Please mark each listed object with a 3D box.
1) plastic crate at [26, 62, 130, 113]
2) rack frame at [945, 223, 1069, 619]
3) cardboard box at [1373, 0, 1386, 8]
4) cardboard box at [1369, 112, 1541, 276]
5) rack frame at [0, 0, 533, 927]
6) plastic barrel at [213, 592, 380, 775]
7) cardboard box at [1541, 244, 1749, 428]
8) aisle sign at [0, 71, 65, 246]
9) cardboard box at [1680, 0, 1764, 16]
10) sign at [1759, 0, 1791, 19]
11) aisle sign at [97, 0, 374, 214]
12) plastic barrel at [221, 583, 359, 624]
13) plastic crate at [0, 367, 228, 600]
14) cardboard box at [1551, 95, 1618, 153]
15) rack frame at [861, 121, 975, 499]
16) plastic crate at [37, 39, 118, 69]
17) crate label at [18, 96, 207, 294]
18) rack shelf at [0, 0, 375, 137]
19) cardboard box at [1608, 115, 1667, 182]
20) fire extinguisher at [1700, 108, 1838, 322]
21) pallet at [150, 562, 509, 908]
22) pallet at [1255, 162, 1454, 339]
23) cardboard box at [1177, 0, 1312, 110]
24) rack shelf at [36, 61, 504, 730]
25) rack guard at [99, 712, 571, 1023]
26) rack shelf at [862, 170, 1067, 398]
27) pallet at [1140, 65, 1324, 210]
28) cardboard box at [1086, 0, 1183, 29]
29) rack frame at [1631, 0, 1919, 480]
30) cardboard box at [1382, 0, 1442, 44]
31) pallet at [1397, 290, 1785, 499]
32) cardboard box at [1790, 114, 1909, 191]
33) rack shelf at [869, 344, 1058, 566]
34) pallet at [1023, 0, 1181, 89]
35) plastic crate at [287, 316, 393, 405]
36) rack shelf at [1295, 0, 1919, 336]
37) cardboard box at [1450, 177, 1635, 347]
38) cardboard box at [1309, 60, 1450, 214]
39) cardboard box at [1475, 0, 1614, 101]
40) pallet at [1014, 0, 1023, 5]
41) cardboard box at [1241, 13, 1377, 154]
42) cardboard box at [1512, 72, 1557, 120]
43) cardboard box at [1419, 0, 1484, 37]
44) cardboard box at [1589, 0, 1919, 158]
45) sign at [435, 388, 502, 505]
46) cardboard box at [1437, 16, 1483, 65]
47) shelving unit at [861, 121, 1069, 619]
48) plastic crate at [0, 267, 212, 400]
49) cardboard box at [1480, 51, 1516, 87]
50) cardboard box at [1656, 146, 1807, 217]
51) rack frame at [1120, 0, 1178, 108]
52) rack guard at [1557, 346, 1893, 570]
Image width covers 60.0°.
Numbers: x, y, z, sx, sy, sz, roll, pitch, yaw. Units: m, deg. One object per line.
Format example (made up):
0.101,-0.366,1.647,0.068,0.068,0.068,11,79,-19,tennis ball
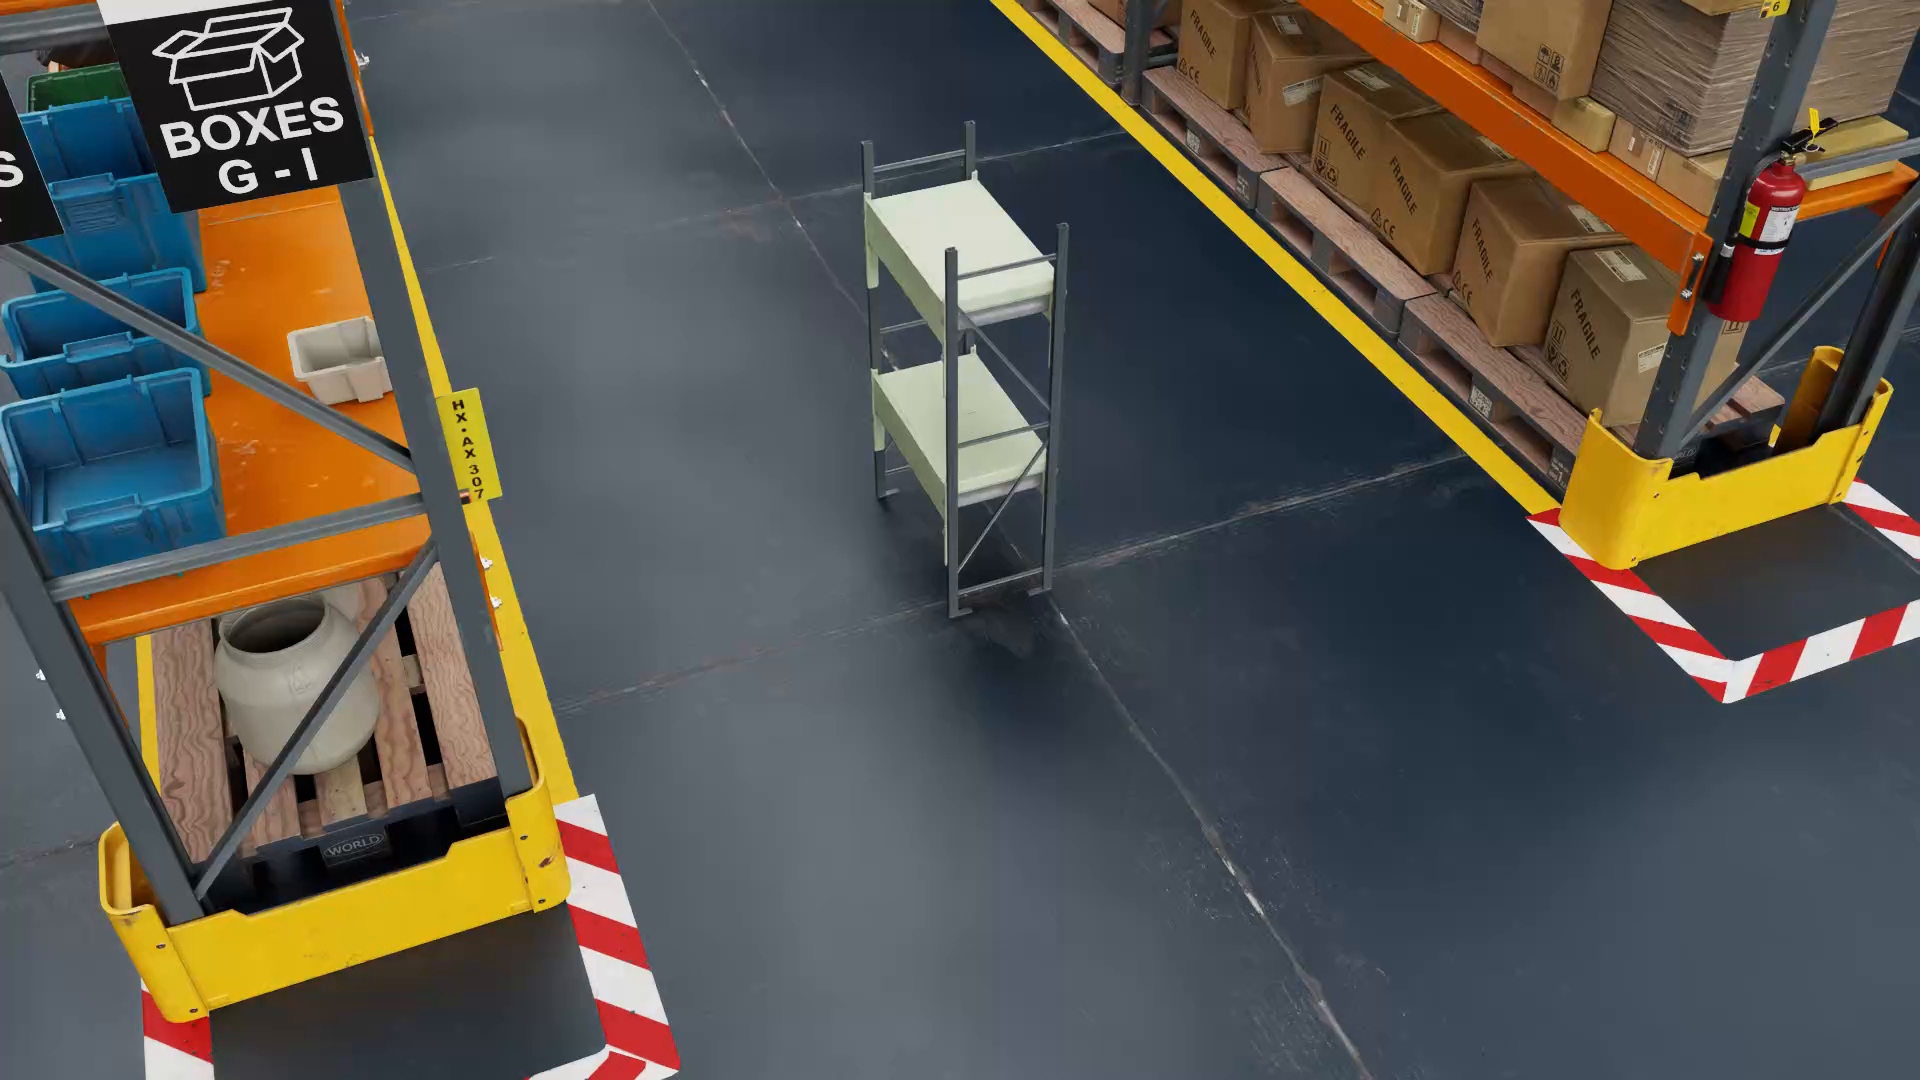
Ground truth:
-2.960,-1.423,5.767,0.450,0.188,0.662,-15,43,-17,plastic crate
0.143,-0.344,5.500,0.400,1.500,0.023,-15,43,-17,rack frame
1.886,-2.288,6.802,0.380,0.149,0.250,-15,43,-17,cardboard box
2.182,-1.543,7.338,0.500,0.500,0.500,-11,42,-13,cardboard box
-1.688,0.018,3.928,1.000,3.000,0.127,-15,43,-17,rack frame
-2.011,0.425,5.041,0.421,0.512,0.421,0,41,0,plastic barrel
2.664,-0.809,6.486,0.500,0.500,0.500,-8,41,-9,cardboard box
-1.935,-0.850,2.944,0.394,0.787,0.004,-15,43,-17,aisle sign
2.449,-2.017,5.223,0.500,0.500,0.500,-15,43,-17,cardboard box
2.367,-1.650,4.738,0.100,0.325,0.005,-15,43,-17,sign
-1.390,-0.997,3.115,0.394,0.787,0.004,-15,43,-17,aisle sign
-2.202,0.123,5.393,0.421,0.512,0.421,0,41,0,plastic barrel
-2.156,-0.152,4.241,0.499,0.251,0.616,-15,43,-17,plastic crate
2.350,-1.531,5.922,0.380,0.149,0.250,-15,43,-17,cardboard box
-0.137,-0.785,6.013,0.400,1.500,0.023,-15,43,-17,rack frame
-3.136,-2.021,6.347,0.767,0.338,0.504,-15,43,-17,plastic crate
-2.642,-1.037,5.128,0.502,0.435,0.616,-15,43,-17,crate label
-2.453,-2.051,4.586,1.077,0.370,4.000,-15,43,-17,rack shelf
2.493,-1.393,5.762,0.380,0.149,0.250,-15,43,-17,cardboard box
2.506,-1.004,5.177,0.296,0.674,0.183,-15,43,-17,fire extinguisher
-2.067,0.551,5.448,1.003,0.211,1.213,-15,43,-17,pallet
2.118,-1.438,7.760,1.003,0.211,1.213,-15,43,-17,pallet
1.473,-2.588,8.554,0.500,0.500,0.500,-16,43,-18,cardboard box
-2.453,-0.914,5.564,1.077,0.370,4.000,-15,43,-17,rack shelf
-1.761,0.932,4.783,1.175,0.500,0.348,-15,43,-17,rack guard
0.003,-0.861,5.502,0.431,0.370,0.720,-15,43,-17,rack shelf
1.647,-2.174,8.616,1.003,0.211,1.213,-15,43,-17,pallet
1.142,-3.221,9.275,0.700,0.500,0.500,-18,44,-20,cardboard box
2.888,-1.217,5.365,1.000,3.000,0.127,-15,43,-17,rack frame
1.917,-2.120,6.607,0.380,0.149,0.250,-15,43,-17,cardboard box
2.581,-0.704,6.907,1.003,0.211,1.213,-15,43,-17,pallet
2.999,-1.353,5.716,0.380,0.149,0.250,-15,43,-17,cardboard box
0.003,-0.317,5.969,0.431,0.370,0.720,-15,43,-17,rack shelf
1.058,-3.038,9.621,1.003,0.211,1.213,-15,43,-17,pallet
-1.733,-0.501,4.735,0.298,0.136,0.250,-15,43,-17,plastic crate
2.123,-2.150,7.001,1.077,0.370,4.000,-15,43,-17,rack shelf
2.404,-1.161,6.894,0.500,0.500,0.500,-5,41,-6,cardboard box
2.010,-1.890,7.742,0.500,0.500,0.500,-19,44,-21,cardboard box
2.401,-1.978,5.944,0.875,0.500,0.500,-15,43,-17,cardboard box
0.587,-3.774,10.477,1.003,0.211,1.213,-15,43,-17,pallet
1.700,-2.244,8.155,0.500,0.500,0.500,-3,41,-3,cardboard box
2.268,-1.685,6.102,0.380,0.149,0.250,-15,43,-17,cardboard box
2.249,-2.290,6.307,0.875,0.500,0.500,-15,43,-17,cardboard box
2.703,-1.706,5.629,0.875,0.500,0.500,-15,43,-17,cardboard box
-1.178,-0.221,3.995,0.100,0.325,0.005,-15,43,-17,sign
2.095,-1.991,6.458,0.380,0.149,0.250,-15,43,-17,cardboard box
0.003,-0.565,5.756,0.431,1.500,0.755,-15,43,-17,shelving unit
-2.399,-0.545,4.697,0.499,0.251,0.408,-15,43,-17,plastic crate
2.211,-1.846,6.289,0.380,0.149,0.250,-15,43,-17,cardboard box
2.588,-1.242,5.587,0.380,0.149,0.250,-15,43,-17,cardboard box
1.357,-3.627,8.167,1.000,3.000,0.127,-15,43,-17,rack frame
2.859,-0.315,6.233,1.175,0.500,0.348,-15,43,-17,rack guard
